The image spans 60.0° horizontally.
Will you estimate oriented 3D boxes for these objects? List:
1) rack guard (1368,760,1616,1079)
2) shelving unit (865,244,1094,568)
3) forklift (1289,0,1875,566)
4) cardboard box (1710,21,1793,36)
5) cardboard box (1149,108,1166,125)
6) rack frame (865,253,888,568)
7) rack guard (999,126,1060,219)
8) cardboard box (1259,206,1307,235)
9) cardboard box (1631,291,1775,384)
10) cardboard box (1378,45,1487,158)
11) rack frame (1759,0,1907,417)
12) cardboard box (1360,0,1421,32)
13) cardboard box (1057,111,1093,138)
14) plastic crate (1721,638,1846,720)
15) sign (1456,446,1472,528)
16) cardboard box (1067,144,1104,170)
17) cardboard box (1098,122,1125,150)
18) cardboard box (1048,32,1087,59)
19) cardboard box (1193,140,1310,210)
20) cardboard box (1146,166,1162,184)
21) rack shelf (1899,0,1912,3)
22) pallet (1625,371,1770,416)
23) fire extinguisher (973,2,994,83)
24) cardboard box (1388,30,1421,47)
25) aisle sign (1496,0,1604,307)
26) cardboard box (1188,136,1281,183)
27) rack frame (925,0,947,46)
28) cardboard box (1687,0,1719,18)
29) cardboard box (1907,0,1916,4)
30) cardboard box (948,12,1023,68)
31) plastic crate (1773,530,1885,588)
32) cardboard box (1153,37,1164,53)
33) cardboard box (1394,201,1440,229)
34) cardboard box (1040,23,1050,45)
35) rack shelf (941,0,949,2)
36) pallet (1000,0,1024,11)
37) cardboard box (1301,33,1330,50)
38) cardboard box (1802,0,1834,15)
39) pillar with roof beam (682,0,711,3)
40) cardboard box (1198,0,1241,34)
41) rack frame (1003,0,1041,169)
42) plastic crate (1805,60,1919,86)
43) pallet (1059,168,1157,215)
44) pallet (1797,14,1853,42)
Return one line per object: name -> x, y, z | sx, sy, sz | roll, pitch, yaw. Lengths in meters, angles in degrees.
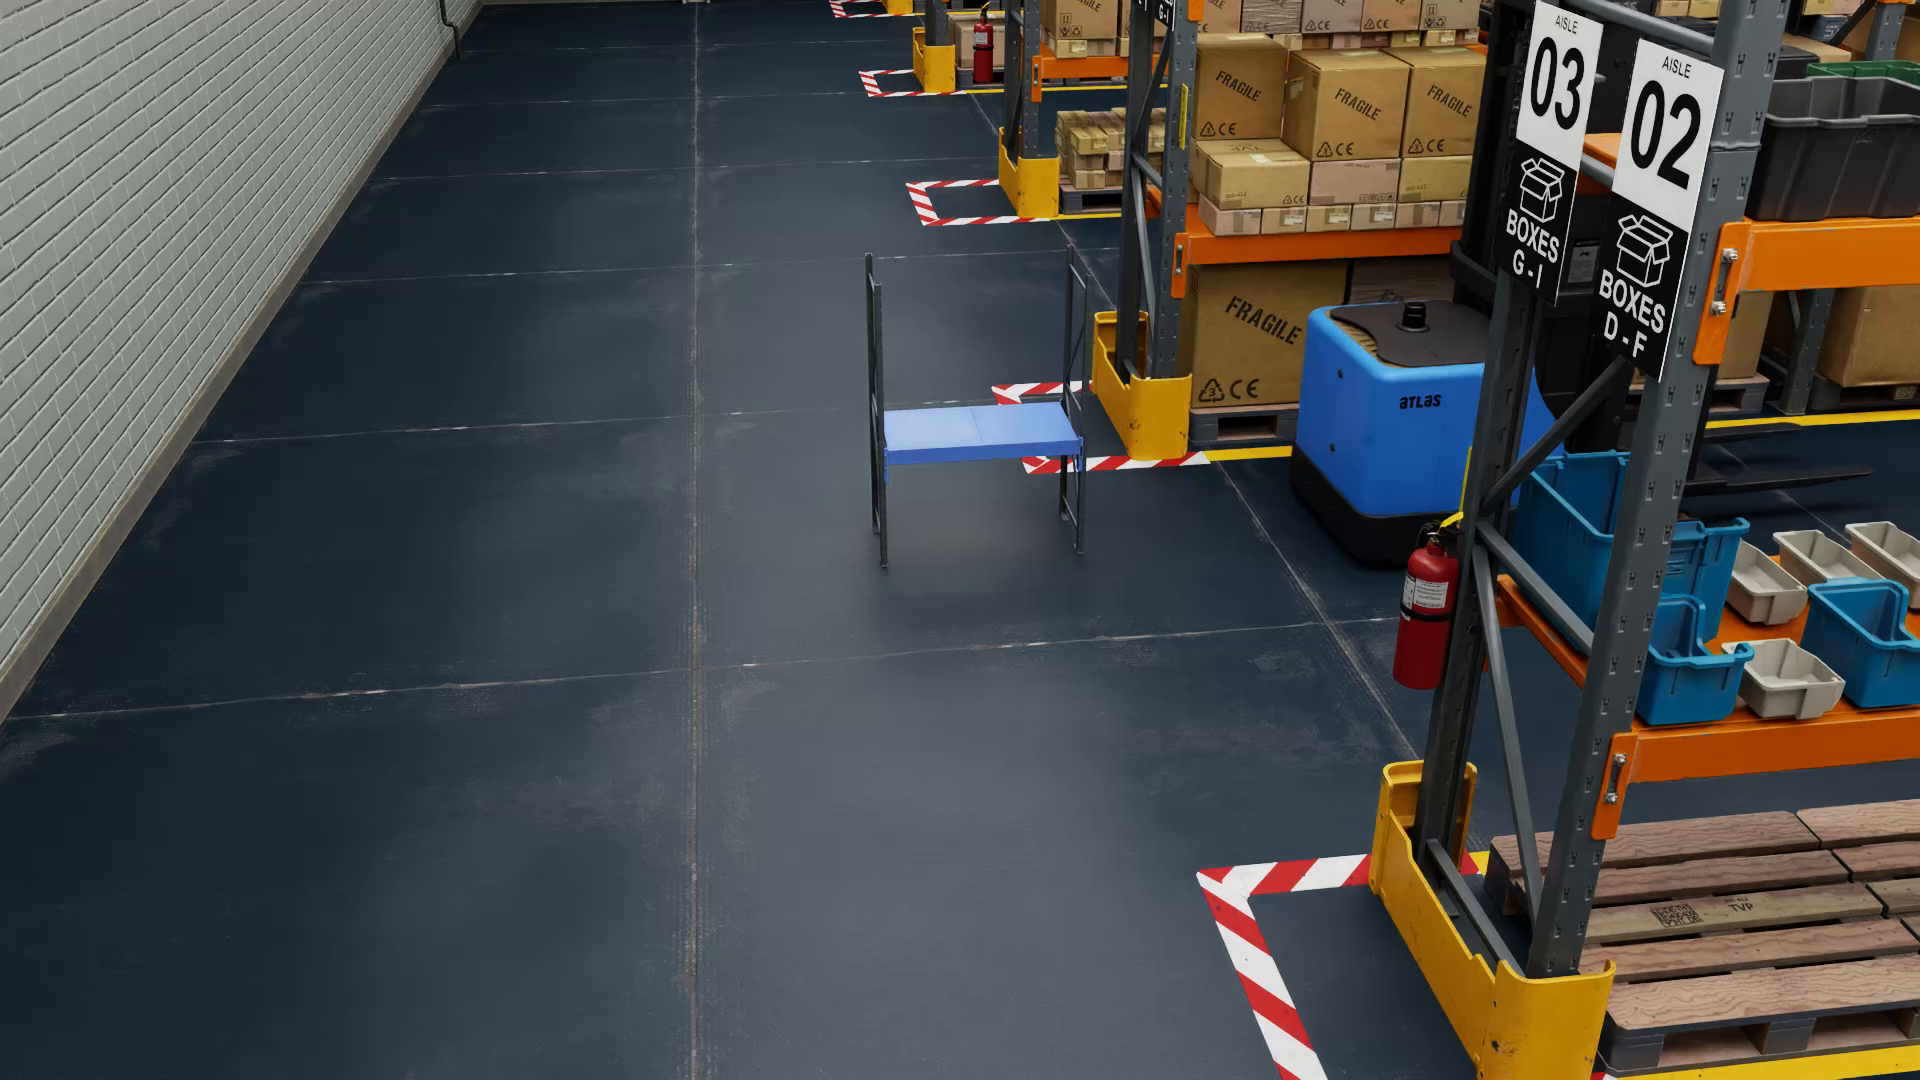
rack guard -> 1.775, 1.293, 5.682 | 0.348, 0.500, 1.175 | -4, 27, -7
shelving unit -> 0.084, -0.673, 8.418 | 1.048, 1.500, 0.538 | -4, 27, -7
forklift -> 3.393, -1.493, 8.450 | 3.031, 2.935, 1.130 | -5, 28, -10
cardboard box -> 4.558, -2.804, 9.946 | 0.500, 0.500, 0.500 | -4, 27, -7
cardboard box -> 1.766, -3.697, 14.681 | 0.250, 0.149, 0.380 | -5, 28, -9
rack frame -> -0.419, -0.640, 8.355 | 0.032, 1.500, 0.500 | -4, 27, -7
rack guard -> 0.591, -3.207, 14.452 | 0.348, 0.500, 1.175 | -4, 27, -7
cardboard box -> 1.758, -1.844, 9.333 | 0.250, 0.149, 0.380 | -4, 27, -8
cardboard box -> 4.403, -1.555, 10.363 | 0.875, 0.875, 0.875 | -4, 27, -7
cardboard box -> 2.627, -2.440, 9.237 | 0.500, 0.500, 0.500 | -4, 27, -9
rack frame -> 5.068, -2.320, 9.985 | 0.127, 3.000, 1.000 | -4, 27, -7
cardboard box -> 3.523, -4.554, 13.905 | 0.500, 0.500, 0.500 | -4, 27, -9
cardboard box -> 1.005, -3.645, 14.580 | 0.250, 0.149, 0.380 | -3, 27, -7
plastic crate -> 2.417, 0.415, 4.879 | 0.298, 0.136, 0.250 | -4, 27, -7
sign -> 1.704, -0.146, 5.571 | 0.005, 0.325, 0.100 | -4, 27, -7
cardboard box -> 1.071, -3.282, 14.197 | 0.250, 0.149, 0.380 | -3, 27, -5
cardboard box -> 1.339, -3.449, 14.197 | 0.250, 0.149, 0.380 | -3, 27, -6
cardboard box -> 0.883, -4.075, 13.680 | 0.250, 0.149, 0.380 | -4, 27, -8
cardboard box -> 1.620, -2.039, 9.277 | 0.500, 0.250, 0.500 | -4, 27, -8
cardboard box -> 1.572, -3.193, 14.351 | 0.250, 0.149, 0.380 | -3, 27, -7
rack shelf -> 7.049, -3.461, 9.712 | 4.000, 0.370, 1.077 | -4, 27, -7
pallet -> 4.304, -1.066, 10.596 | 1.213, 0.211, 1.003 | -4, 27, -7
fire extinguisher -> 0.202, -4.306, 14.350 | 0.183, 0.674, 0.296 | -4, 27, -7
cardboard box -> 3.714, -4.277, 14.075 | 0.250, 0.149, 0.380 | -3, 27, -5
aisle sign -> 1.685, -1.111, 4.781 | 0.004, 0.787, 0.394 | -4, 27, -7
cardboard box -> 1.550, -2.282, 9.749 | 0.500, 0.250, 0.500 | -4, 27, -8
rack frame -> -0.274, -6.545, 18.220 | 0.127, 3.000, 1.000 | -4, 27, -7
cardboard box -> 6.224, -4.546, 14.139 | 0.250, 0.149, 0.380 | -4, 27, -8
cardboard box -> 8.014, -4.659, 14.359 | 0.250, 0.149, 0.380 | -3, 27, -6
cardboard box -> 0.366, -5.679, 18.879 | 0.875, 0.438, 0.875 | -5, 28, -9
plastic crate -> 2.868, 0.119, 5.456 | 0.243, 0.136, 0.396 | -4, 27, -7
cardboard box -> 1.640, -4.181, 13.887 | 0.250, 0.149, 0.380 | -2, 27, -5
cardboard box -> 2.522, -1.893, 9.429 | 0.250, 0.149, 0.380 | -4, 27, -8
cardboard box -> 0.800, -4.351, 14.218 | 0.250, 0.149, 0.380 | -4, 27, -7
rack shelf -> 1.707, -6.352, 18.632 | 4.000, 0.370, 1.077 | -4, 27, -7
pallet -> 1.101, -7.680, 23.487 | 1.213, 0.211, 1.003 | -4, 27, -7
cardboard box -> 2.931, -4.249, 14.020 | 0.250, 0.149, 0.380 | -4, 27, -8
cardboard box -> 7.266, -4.613, 14.270 | 0.250, 0.149, 0.380 | -4, 27, -8
pillar with roof beam -> -3.165, -9.748, 17.891 | 0.400, 9.000, 9.100 | -4, 27, -7
cardboard box -> 2.013, -4.465, 13.732 | 0.500, 0.500, 0.500 | -3, 27, -6
rack frame -> 0.516, -4.314, 13.872 | 0.127, 3.000, 1.000 | -4, 27, -7
plastic crate -> 2.734, -1.258, 4.863 | 0.336, 0.188, 0.450 | -4, 27, -7
pallet -> 1.401, -3.114, 14.587 | 1.213, 0.211, 1.003 | -4, 27, -7
pallet -> 7.747, -4.644, 14.725 | 1.003, 0.211, 1.213 | -4, 27, -7
